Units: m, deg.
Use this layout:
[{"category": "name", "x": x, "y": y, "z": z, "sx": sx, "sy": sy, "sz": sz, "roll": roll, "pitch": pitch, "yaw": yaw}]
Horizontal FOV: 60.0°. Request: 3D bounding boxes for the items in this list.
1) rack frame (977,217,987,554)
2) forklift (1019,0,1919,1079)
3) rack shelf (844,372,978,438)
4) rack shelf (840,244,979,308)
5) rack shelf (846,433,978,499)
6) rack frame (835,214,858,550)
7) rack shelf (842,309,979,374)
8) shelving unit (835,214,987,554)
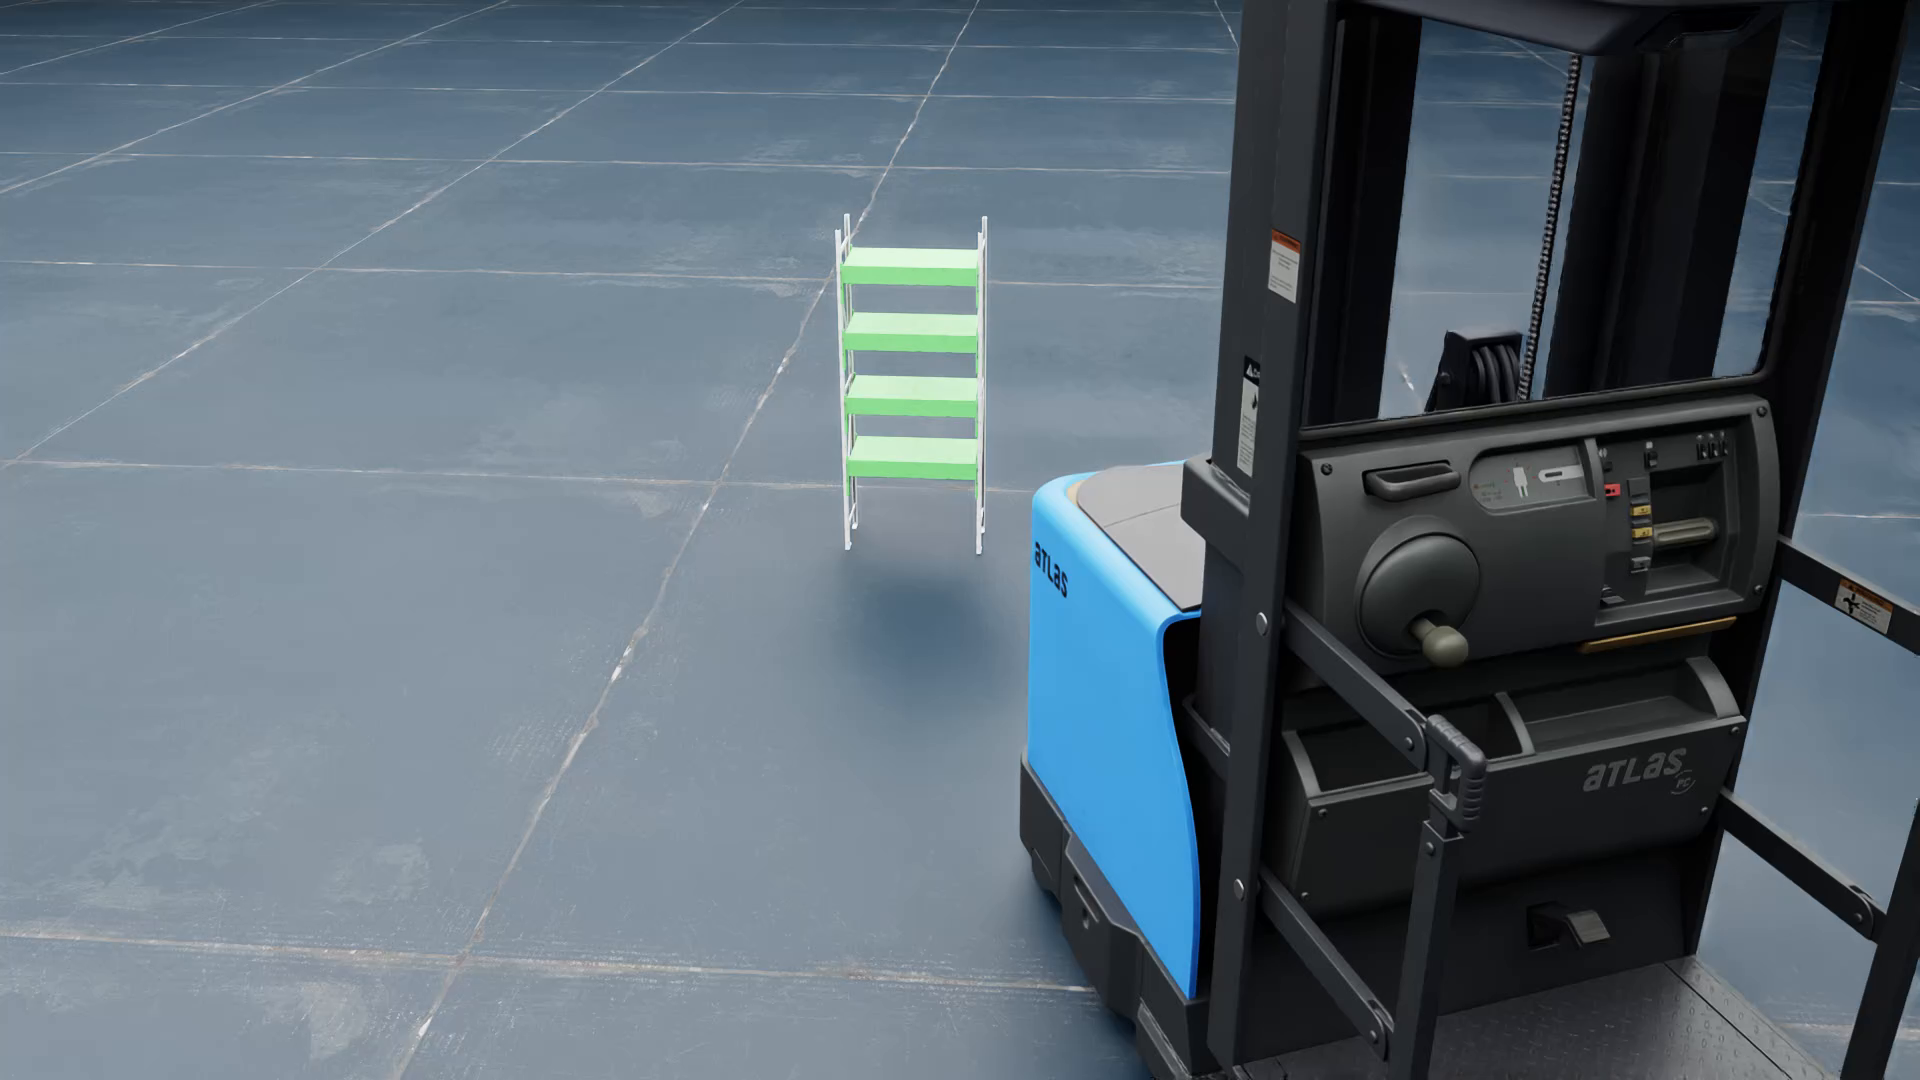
[{"category": "rack frame", "x": 0.078, "y": -0.543, "z": 5.994, "sx": 0.015, "sy": 1.200, "sz": 0.240, "roll": 2, "pitch": 25, "yaw": 4}, {"category": "forklift", "x": 1.099, "y": 0.016, "z": 2.709, "sx": 1.130, "sy": 2.935, "sz": 3.031, "roll": -8, "pitch": 26, "yaw": -16}, {"category": "rack shelf", "x": -0.165, "y": -0.492, "z": 6.037, "sx": 0.480, "sy": 0.148, "sz": 0.258, "roll": 2, "pitch": 25, "yaw": 4}, {"category": "rack shelf", "x": -0.165, "y": -0.928, "z": 5.837, "sx": 0.480, "sy": 0.148, "sz": 0.258, "roll": 2, "pitch": 25, "yaw": 4}, {"category": "rack shelf", "x": -0.165, "y": -0.274, "z": 6.138, "sx": 0.480, "sy": 0.148, "sz": 0.258, "roll": 2, "pitch": 25, "yaw": 4}, {"category": "rack frame", "x": -0.408, "y": -0.558, "z": 6.028, "sx": 0.015, "sy": 1.200, "sz": 0.240, "roll": 2, "pitch": 25, "yaw": 4}, {"category": "rack shelf", "x": -0.165, "y": -0.710, "z": 5.937, "sx": 0.480, "sy": 0.148, "sz": 0.258, "roll": 2, "pitch": 25, "yaw": 4}, {"category": "shelving unit", "x": -0.165, "y": -0.550, "z": 6.011, "sx": 0.503, "sy": 1.200, "sz": 0.258, "roll": 2, "pitch": 25, "yaw": 4}]
